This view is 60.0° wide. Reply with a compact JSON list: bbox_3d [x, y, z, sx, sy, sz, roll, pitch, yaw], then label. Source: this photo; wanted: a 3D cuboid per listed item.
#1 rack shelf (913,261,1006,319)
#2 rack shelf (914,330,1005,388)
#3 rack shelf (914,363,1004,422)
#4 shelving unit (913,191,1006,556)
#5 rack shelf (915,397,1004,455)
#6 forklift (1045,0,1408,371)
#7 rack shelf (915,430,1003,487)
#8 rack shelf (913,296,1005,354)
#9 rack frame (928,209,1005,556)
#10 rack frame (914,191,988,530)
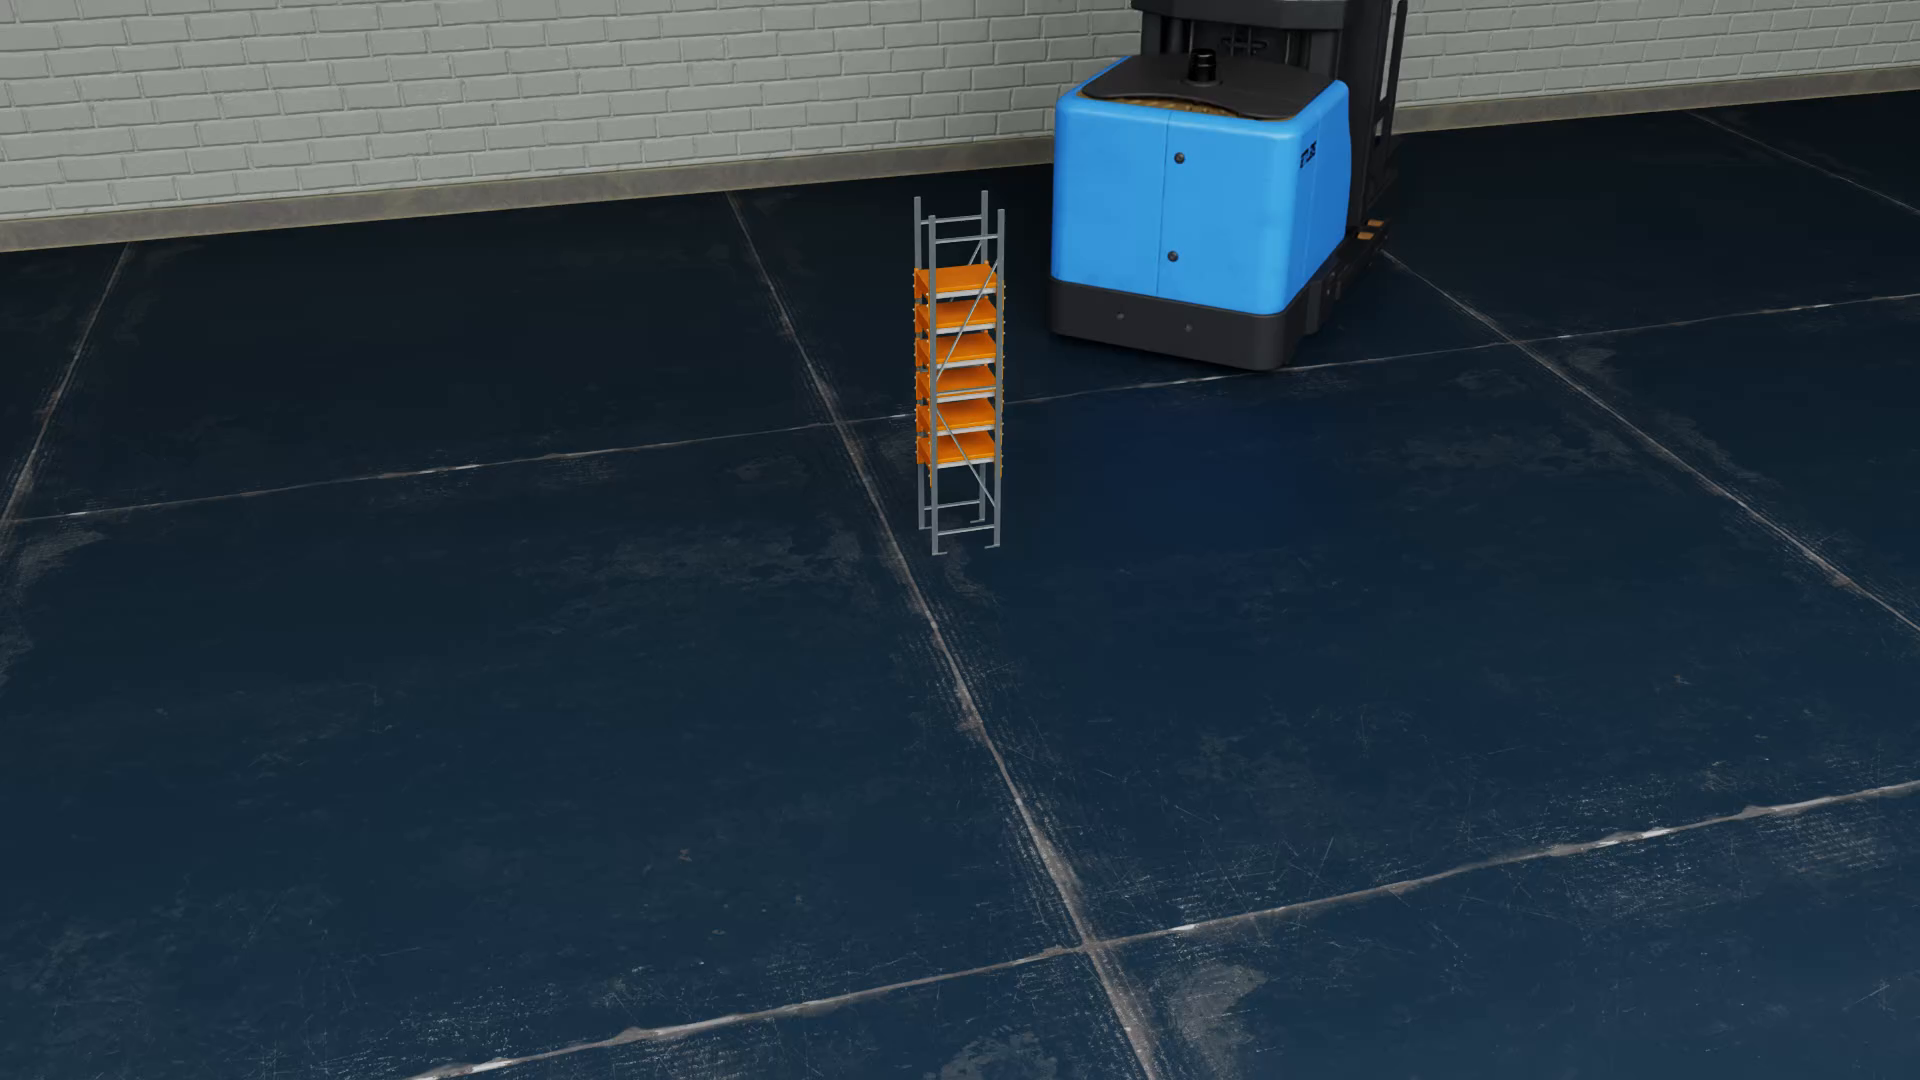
[{"bbox_3d":[-0.004,-0.799,5.303,0.258,0.103,0.180,-8,31,-13],"label":"rack shelf"},{"bbox_3d":[-0.004,-0.592,5.424,0.258,0.103,0.180,-8,31,-13],"label":"rack shelf"},{"bbox_3d":[-0.004,-0.488,5.484,0.258,0.103,0.180,-8,31,-13],"label":"rack shelf"},{"bbox_3d":[-0.004,-0.526,5.462,0.258,1.200,0.189,-8,31,-13],"label":"shelving unit"},{"bbox_3d":[-0.004,-0.384,5.544,0.258,0.103,0.180,-8,31,-13],"label":"rack shelf"},{"bbox_3d":[1.467,-2.677,7.450,1.130,2.935,3.031,14,33,22],"label":"forklift"},{"bbox_3d":[-0.004,-0.280,5.604,0.258,0.103,0.180,-8,31,-13],"label":"rack shelf"},{"bbox_3d":[-0.004,-0.696,5.364,0.258,0.103,0.180,-8,31,-13],"label":"rack shelf"},{"bbox_3d":[0.020,-0.482,5.385,0.240,1.200,0.006,-8,31,-13],"label":"rack frame"},{"bbox_3d":[-0.028,-0.570,5.538,0.240,1.200,0.006,-8,31,-13],"label":"rack frame"}]
